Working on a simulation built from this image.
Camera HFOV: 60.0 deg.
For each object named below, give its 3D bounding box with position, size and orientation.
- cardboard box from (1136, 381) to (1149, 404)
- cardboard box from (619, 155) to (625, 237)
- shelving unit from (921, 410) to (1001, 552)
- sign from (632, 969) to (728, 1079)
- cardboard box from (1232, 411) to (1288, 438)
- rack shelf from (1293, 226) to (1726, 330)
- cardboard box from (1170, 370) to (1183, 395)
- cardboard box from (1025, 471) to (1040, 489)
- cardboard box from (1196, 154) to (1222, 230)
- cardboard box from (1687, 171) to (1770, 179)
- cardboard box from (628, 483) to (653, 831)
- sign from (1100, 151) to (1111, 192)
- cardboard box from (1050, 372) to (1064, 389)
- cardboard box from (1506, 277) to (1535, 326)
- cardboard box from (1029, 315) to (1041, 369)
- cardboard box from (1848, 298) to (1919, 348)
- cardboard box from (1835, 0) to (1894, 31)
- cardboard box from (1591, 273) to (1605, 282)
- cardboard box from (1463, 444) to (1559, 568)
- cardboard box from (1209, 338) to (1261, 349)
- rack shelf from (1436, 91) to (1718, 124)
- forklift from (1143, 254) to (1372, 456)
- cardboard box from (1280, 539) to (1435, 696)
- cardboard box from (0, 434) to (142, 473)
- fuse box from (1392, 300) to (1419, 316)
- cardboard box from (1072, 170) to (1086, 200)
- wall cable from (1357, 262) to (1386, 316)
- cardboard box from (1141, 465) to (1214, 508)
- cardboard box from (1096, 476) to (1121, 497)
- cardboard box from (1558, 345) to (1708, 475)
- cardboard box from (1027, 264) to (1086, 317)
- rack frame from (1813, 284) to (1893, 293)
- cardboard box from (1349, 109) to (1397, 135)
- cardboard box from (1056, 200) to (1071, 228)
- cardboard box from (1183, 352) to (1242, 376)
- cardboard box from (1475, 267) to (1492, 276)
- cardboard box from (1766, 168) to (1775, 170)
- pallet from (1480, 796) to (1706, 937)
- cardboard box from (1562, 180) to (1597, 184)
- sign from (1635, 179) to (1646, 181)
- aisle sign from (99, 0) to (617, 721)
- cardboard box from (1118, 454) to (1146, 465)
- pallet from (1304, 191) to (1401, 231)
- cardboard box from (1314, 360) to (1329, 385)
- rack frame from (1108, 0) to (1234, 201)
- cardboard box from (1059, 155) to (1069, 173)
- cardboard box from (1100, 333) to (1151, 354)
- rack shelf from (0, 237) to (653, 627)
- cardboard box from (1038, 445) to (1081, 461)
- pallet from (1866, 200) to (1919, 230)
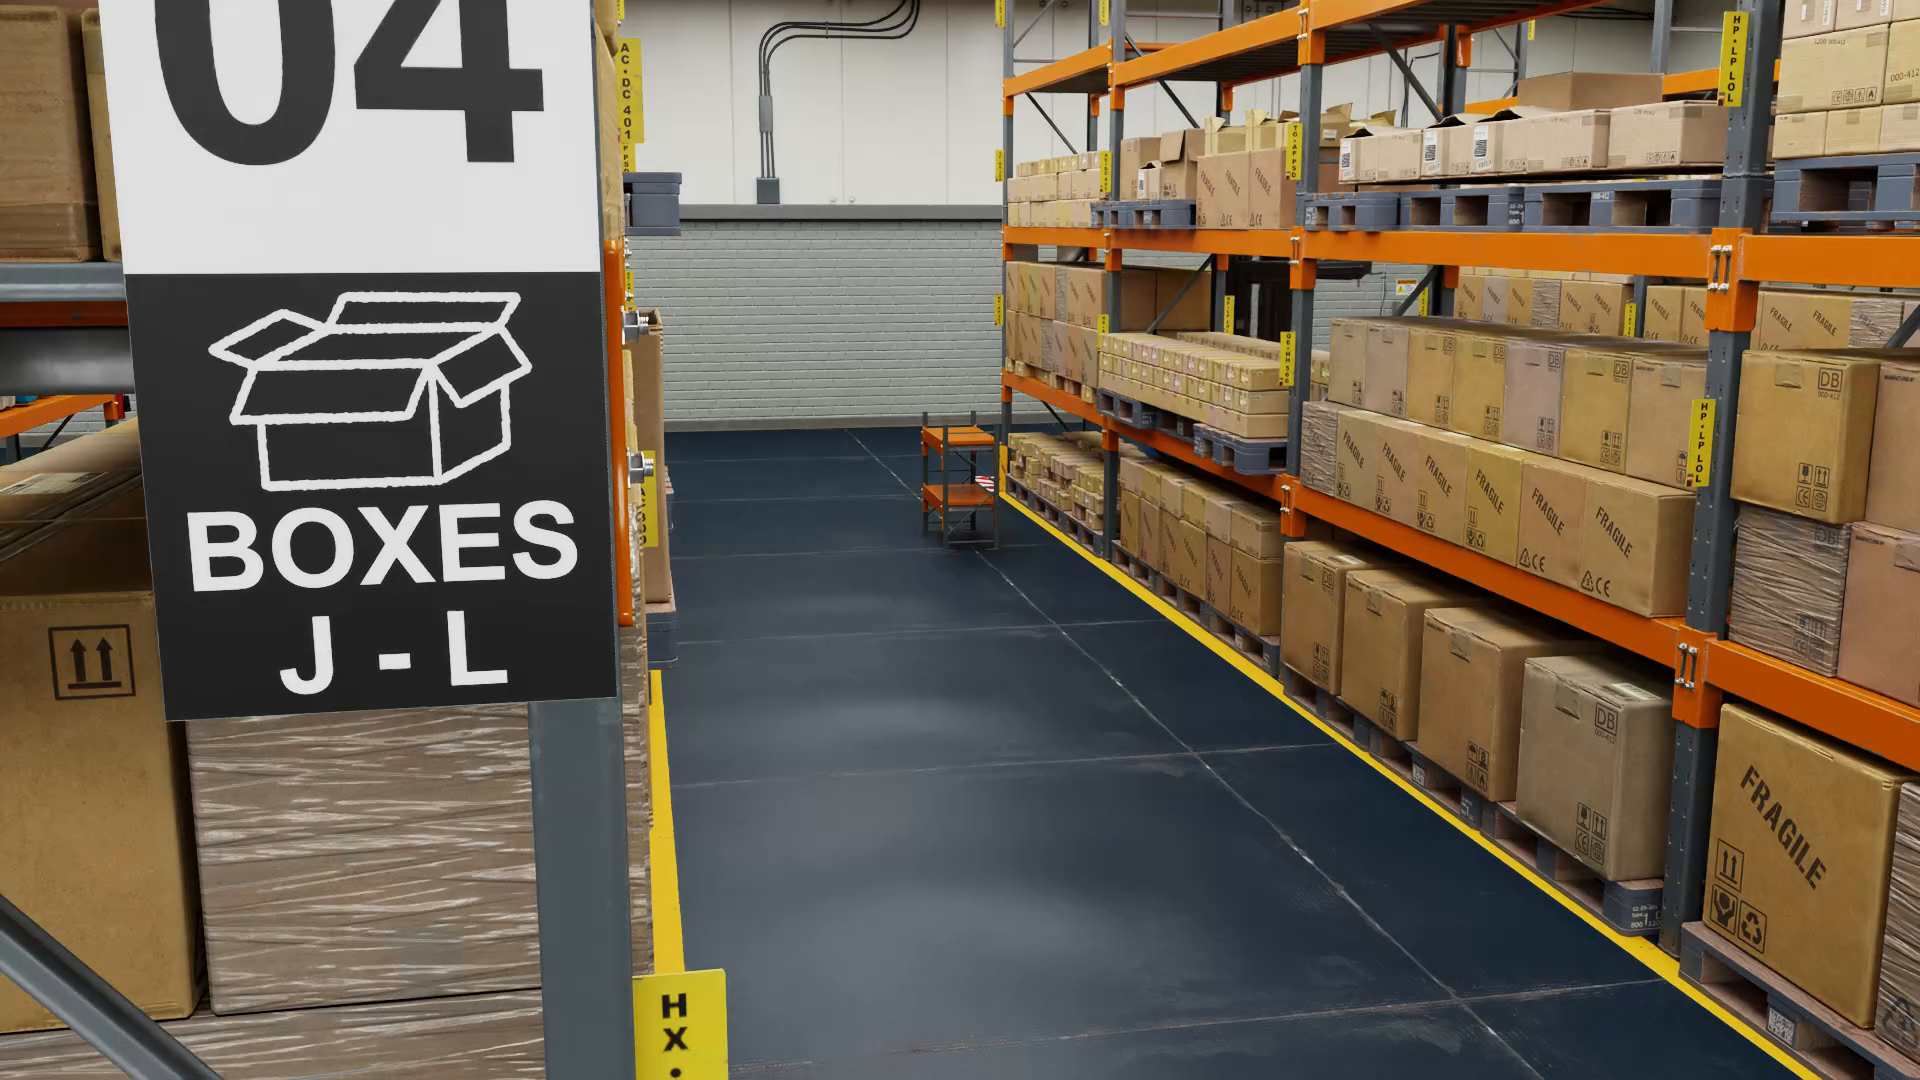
[{"bbox_3d":[1.558,-1.124,12.626,0.380,0.149,0.250,-3,11,-14],"label":"cardboard box"},{"bbox_3d":[-1.254,-1.016,4.889,0.500,0.250,0.500,-2,11,-9],"label":"cardboard box"},{"bbox_3d":[-0.001,-0.554,15.098,0.538,1.125,1.048,-2,11,-11],"label":"shelving unit"},{"bbox_3d":[-0.288,0.599,1.713,0.100,0.325,0.005,-2,11,-11],"label":"sign"},{"bbox_3d":[1.962,-0.742,10.621,0.380,0.149,0.250,-2,11,-10],"label":"cardboard box"},{"bbox_3d":[2.898,-1.339,8.109,1.077,0.370,4.000,-2,11,-11],"label":"rack shelf"},{"bbox_3d":[1.713,-1.125,11.838,0.380,0.149,0.250,-2,11,-10],"label":"cardboard box"},{"bbox_3d":[0.869,-0.609,16.878,0.380,0.149,0.250,-2,11,-10],"label":"cardboard box"},{"bbox_3d":[1.945,-2.387,11.423,0.500,0.500,0.500,-2,11,-11],"label":"cardboard box"},{"bbox_3d":[6.453,-3.074,13.913,0.500,0.500,0.500,-2,11,-12],"label":"cardboard box"},{"bbox_3d":[-0.750,0.155,2.625,0.500,0.500,0.500,-2,11,-11],"label":"cardboard box"},{"bbox_3d":[1.200,-3.025,13.664,0.100,0.325,0.005,-2,11,-11],"label":"sign"},{"bbox_3d":[1.071,-1.524,15.851,0.380,0.149,0.250,-2,11,-10],"label":"cardboard box"},{"bbox_3d":[5.915,-2.413,16.910,0.500,0.500,0.500,-2,11,-11],"label":"cardboard box"},{"bbox_3d":[0.981,-1.968,16.451,0.500,0.500,0.500,-2,11,-10],"label":"cardboard box"},{"bbox_3d":[6.879,-1.503,12.131,0.500,0.500,0.500,-2,11,-10],"label":"cardboard box"},{"bbox_3d":[3.075,-1.723,5.353,0.380,0.149,0.250,-2,11,-11],"label":"cardboard box"},{"bbox_3d":[6.211,-2.520,15.737,0.380,0.149,0.250,-2,11,-11],"label":"cardboard box"},{"bbox_3d":[2.726,-0.172,7.811,0.500,0.500,0.500,-2,11,-10],"label":"cardboard box"},{"bbox_3d":[2.153,-1.483,12.922,0.380,0.149,0.250,-2,11,-11],"label":"cardboard box"},{"bbox_3d":[6.178,-4.282,16.618,1.077,0.370,4.000,-2,11,-11],"label":"rack shelf"},{"bbox_3d":[3.203,-1.622,15.877,1.130,2.935,3.031,-10,15,-42],"label":"forklift"},{"bbox_3d":[2.539,0.428,9.817,1.050,0.750,0.750,-2,11,-12],"label":"cardboard box"},{"bbox_3d":[-1.367,0.082,3.006,0.500,0.500,0.500,-2,11,-11],"label":"cardboard box"},{"bbox_3d":[6.758,-2.701,24.812,0.539,1.711,0.414,-2,11,-11],"label":"fuse box"},{"bbox_3d":[1.302,-3.136,14.691,0.500,0.250,0.500,-3,11,-13],"label":"cardboard box"},{"bbox_3d":[6.058,-3.837,24.618,0.588,1.984,0.122,-2,11,-11],"label":"wall cable"},{"bbox_3d":[1.721,-0.423,12.953,0.500,0.250,0.500,-2,11,-9],"label":"cardboard box"},{"bbox_3d":[1.406,-0.473,14.569,0.380,0.149,0.250,-2,11,-9],"label":"cardboard box"},{"bbox_3d":[3.082,-0.577,7.265,0.700,0.500,0.500,-2,11,-12],"label":"cardboard box"},{"bbox_3d":[0.963,-2.459,16.354,0.500,0.500,0.500,-2,11,-12],"label":"cardboard box"},{"bbox_3d":[10.657,-2.432,19.954,1.000,3.000,0.127,-2,11,-11],"label":"rack frame"},{"bbox_3d":[2.600,-2.663,10.828,0.396,0.266,0.258,-2,11,-11],"label":"cardboard box"},{"bbox_3d":[1.185,-2.984,15.232,0.500,0.250,0.500,-2,11,-12],"label":"cardboard box"},{"bbox_3d":[1.769,-1.221,11.548,0.380,0.149,0.250,-2,11,-11],"label":"cardboard box"},{"bbox_3d":[5.714,-2.890,17.682,0.380,0.149,0.250,-2,11,-13],"label":"cardboard box"},{"bbox_3d":[3.414,-1.634,6.708,0.258,0.266,0.396,-2,11,-12],"label":"cardboard box"},{"bbox_3d":[3.063,1.379,7.385,1.003,0.211,1.213,-2,11,-11],"label":"pallet"},{"bbox_3d":[6.273,-3.543,16.102,0.797,0.503,0.637,-1,11,-7],"label":"cardboard box"},{"bbox_3d":[6.022,-3.263,14.703,0.100,0.325,0.005,-2,11,-11],"label":"sign"},{"bbox_3d":[-0.514,-0.233,1.445,0.394,0.787,0.004,-2,11,-11],"label":"aisle sign"},{"bbox_3d":[1.597,-0.729,15.913,0.380,0.149,0.250,-3,11,-13],"label":"cardboard box"},{"bbox_3d":[2.686,-1.850,9.377,1.213,0.211,1.003,-2,11,-8],"label":"pallet"},{"bbox_3d":[2.554,-1.102,10.919,0.380,0.149,0.250,-2,11,-13],"label":"cardboard box"},{"bbox_3d":[1.731,-4.266,13.543,1.000,3.000,0.127,-2,11,-11],"label":"rack frame"},{"bbox_3d":[1.125,-3.444,15.244,0.380,0.149,0.250,-2,11,-11],"label":"cardboard box"},{"bbox_3d":[1.356,-1.605,13.565,0.380,0.149,0.250,-2,11,-8],"label":"cardboard box"},{"bbox_3d":[-1.209,-0.443,3.404,1.077,0.370,4.000,-2,11,-11],"label":"rack shelf"},{"bbox_3d":[0.990,-0.851,16.558,0.380,0.149,0.250,-2,11,-9],"label":"cardboard box"},{"bbox_3d":[7.167,-2.281,11.640,1.213,0.211,1.003,-2,11,-8],"label":"pallet"}]
